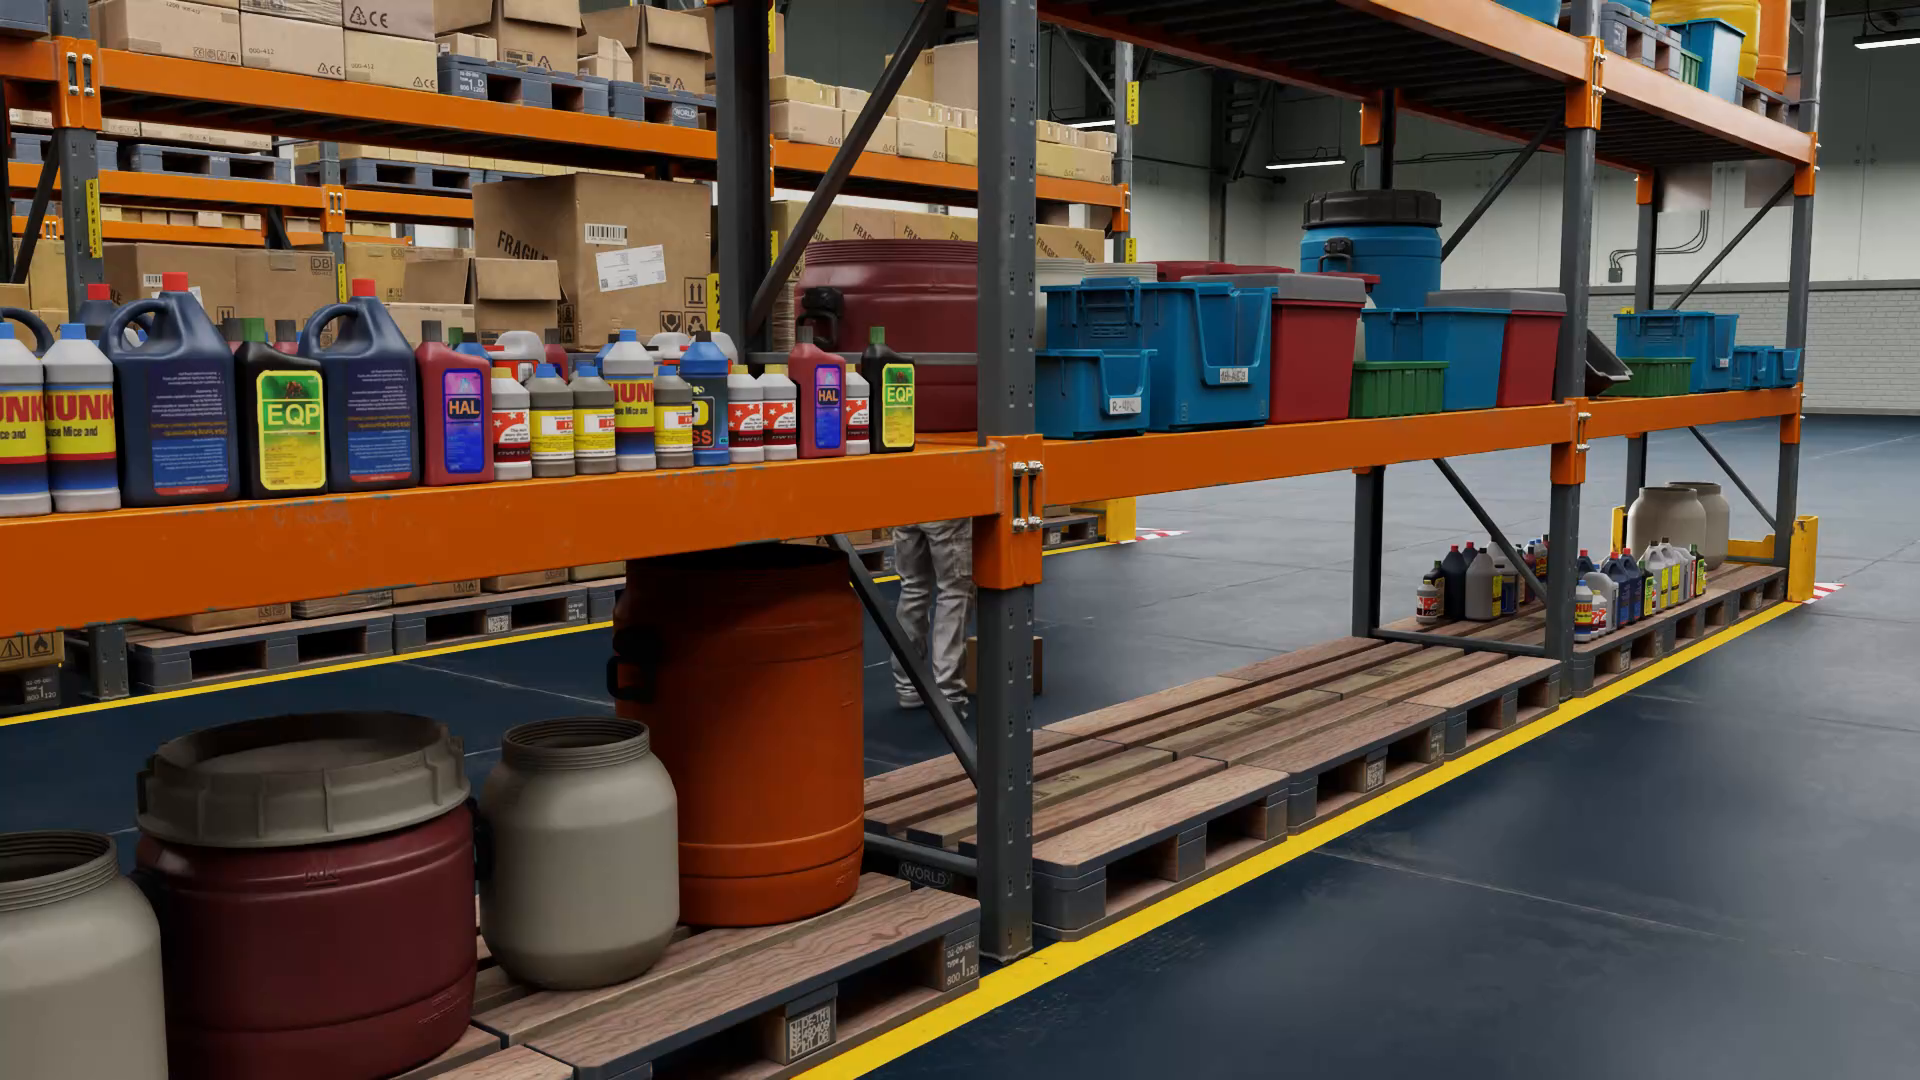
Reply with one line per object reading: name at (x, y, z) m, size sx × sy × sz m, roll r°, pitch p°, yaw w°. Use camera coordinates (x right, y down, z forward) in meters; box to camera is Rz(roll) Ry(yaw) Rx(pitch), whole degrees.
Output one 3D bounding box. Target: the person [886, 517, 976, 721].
person at (-0.107, -0.137, 7.008) m, size 0.558 × 1.828 × 0.456 m, roll 6°, pitch 9°, yaw 40°
